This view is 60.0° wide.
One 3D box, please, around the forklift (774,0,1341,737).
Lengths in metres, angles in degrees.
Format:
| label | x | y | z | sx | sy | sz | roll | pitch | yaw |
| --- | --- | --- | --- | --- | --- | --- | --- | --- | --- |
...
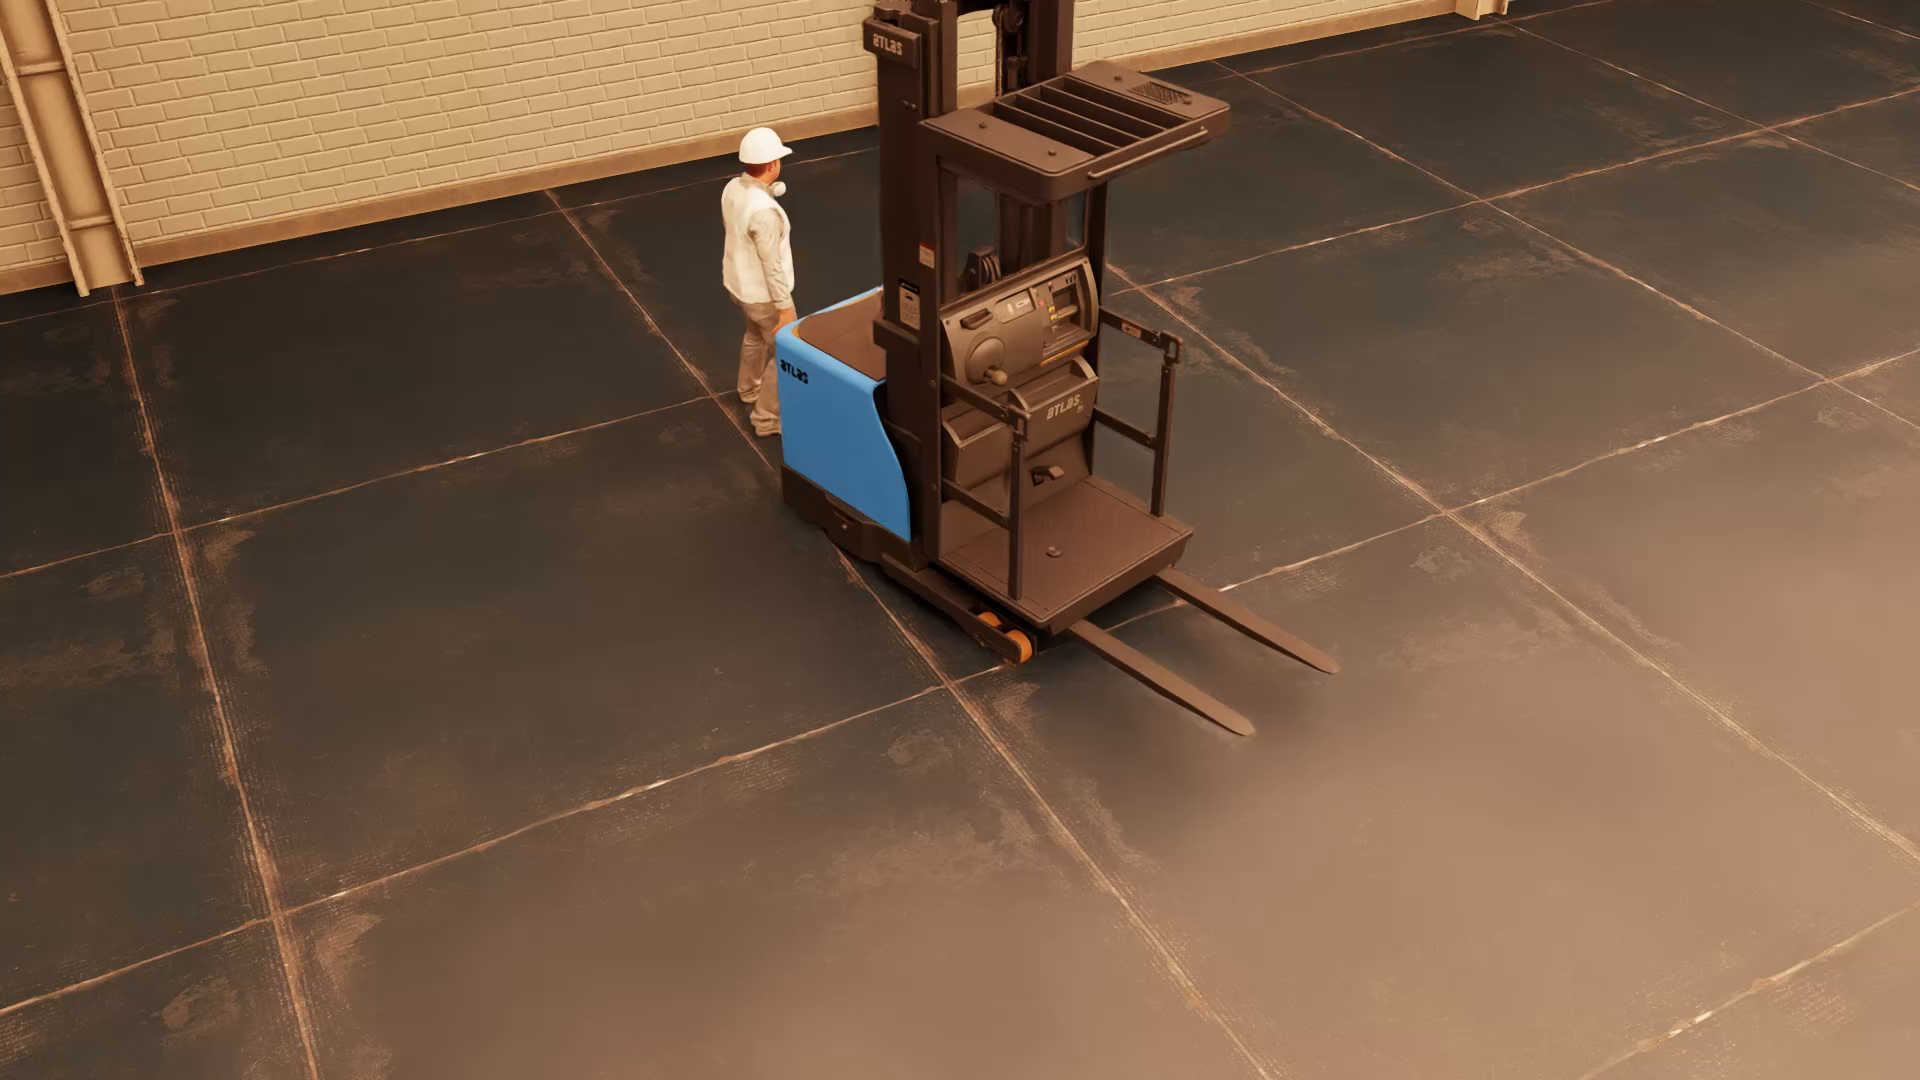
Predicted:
| label | x | y | z | sx | sy | sz | roll | pitch | yaw |
| --- | --- | --- | --- | --- | --- | --- | --- | --- | --- |
| forklift | 0.430 | -0.944 | 7.458 | 1.130 | 2.935 | 3.031 | -29 | 44 | -34 |

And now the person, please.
| label | x | y | z | sx | sy | sz | roll | pitch | yaw |
| --- | --- | --- | --- | --- | --- | --- | --- | --- | --- |
| person | -1.079 | -1.419 | 9.155 | 0.418 | 1.749 | 0.756 | -19 | 40 | -25 |
